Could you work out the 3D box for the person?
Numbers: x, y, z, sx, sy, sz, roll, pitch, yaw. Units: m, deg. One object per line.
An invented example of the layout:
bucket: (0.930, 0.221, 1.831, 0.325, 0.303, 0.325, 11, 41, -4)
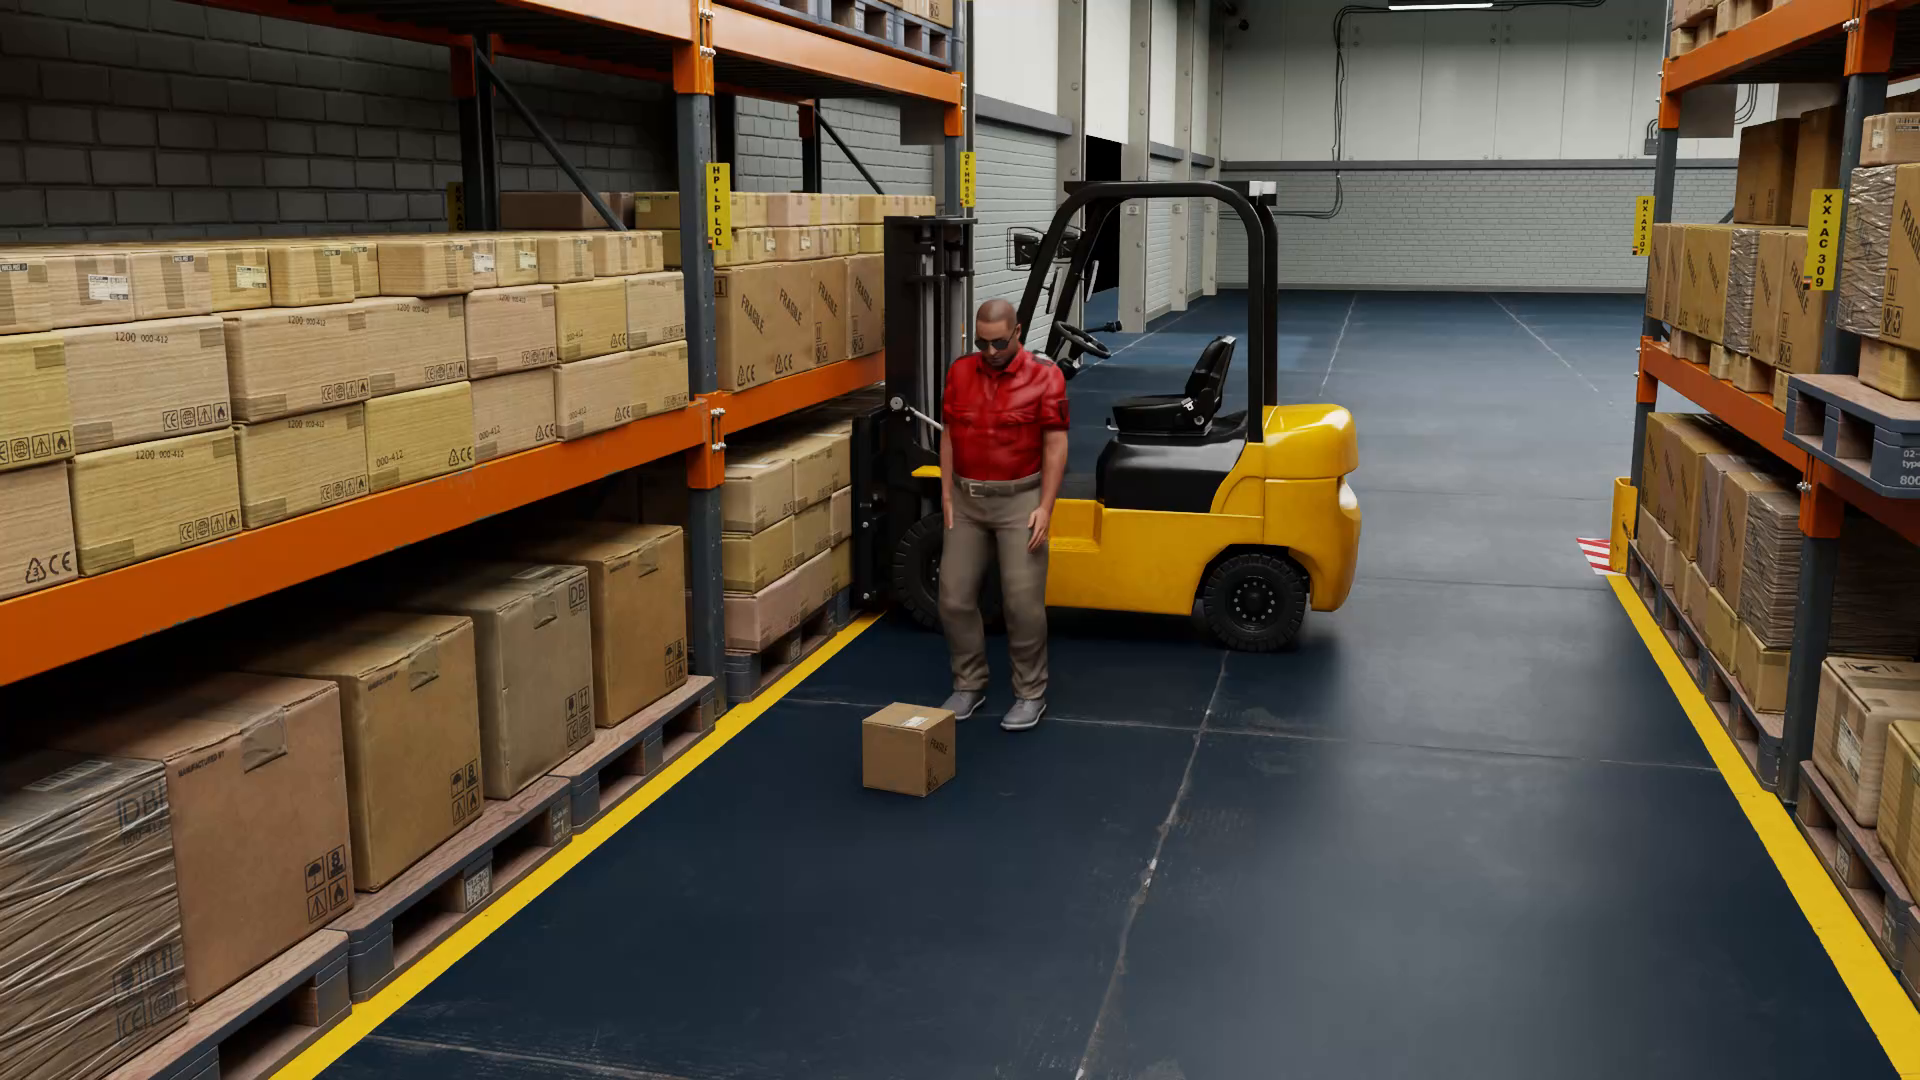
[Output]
person: (0.168, -0.107, 6.619, 0.547, 1.700, 0.383, 5, 13, 25)
